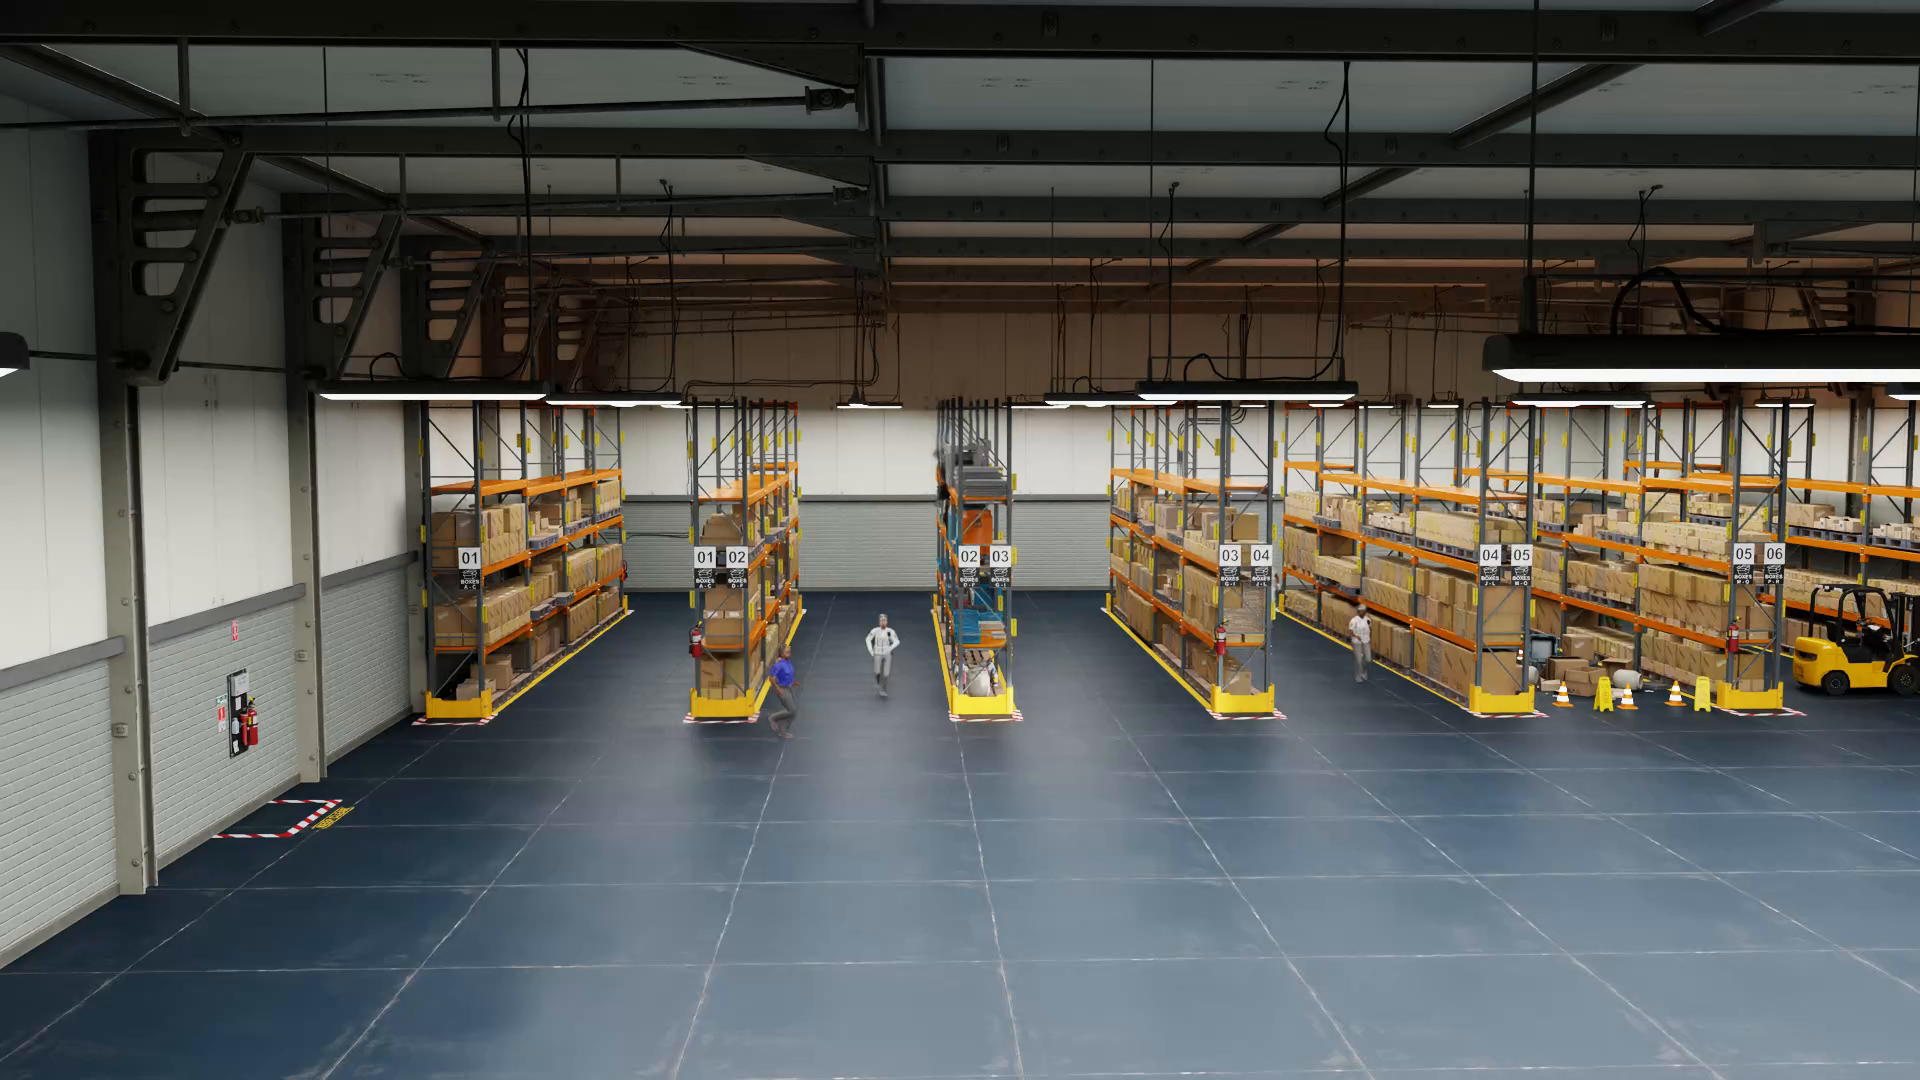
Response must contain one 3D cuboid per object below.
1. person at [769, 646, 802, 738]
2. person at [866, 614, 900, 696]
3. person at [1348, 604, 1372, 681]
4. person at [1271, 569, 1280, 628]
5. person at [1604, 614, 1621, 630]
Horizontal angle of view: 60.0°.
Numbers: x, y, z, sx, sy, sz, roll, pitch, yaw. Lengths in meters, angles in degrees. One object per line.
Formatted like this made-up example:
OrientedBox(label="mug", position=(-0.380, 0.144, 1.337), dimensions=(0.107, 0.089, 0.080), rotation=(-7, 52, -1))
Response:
OrientedBox(label="person", position=(-3.062, 2.674, 29.216), dimensions=(0.555, 1.614, 0.582), rotation=(2, 5, 24))
OrientedBox(label="person", position=(-1.550, 2.312, 33.393), dimensions=(0.678, 1.658, 0.490), rotation=(0, 4, -3))
OrientedBox(label="person", position=(8.481, 2.181, 35.108), dimensions=(0.576, 1.650, 0.580), rotation=(0, 4, -4))
OrientedBox(label="person", position=(8.214, 1.403, 44.387), dimensions=(0.669, 1.789, 0.988), rotation=(0, 4, -2))
OrientedBox(label="person", position=(16.587, 1.569, 42.380), dimensions=(0.650, 1.740, 0.606), rotation=(-1, 4, -9))
